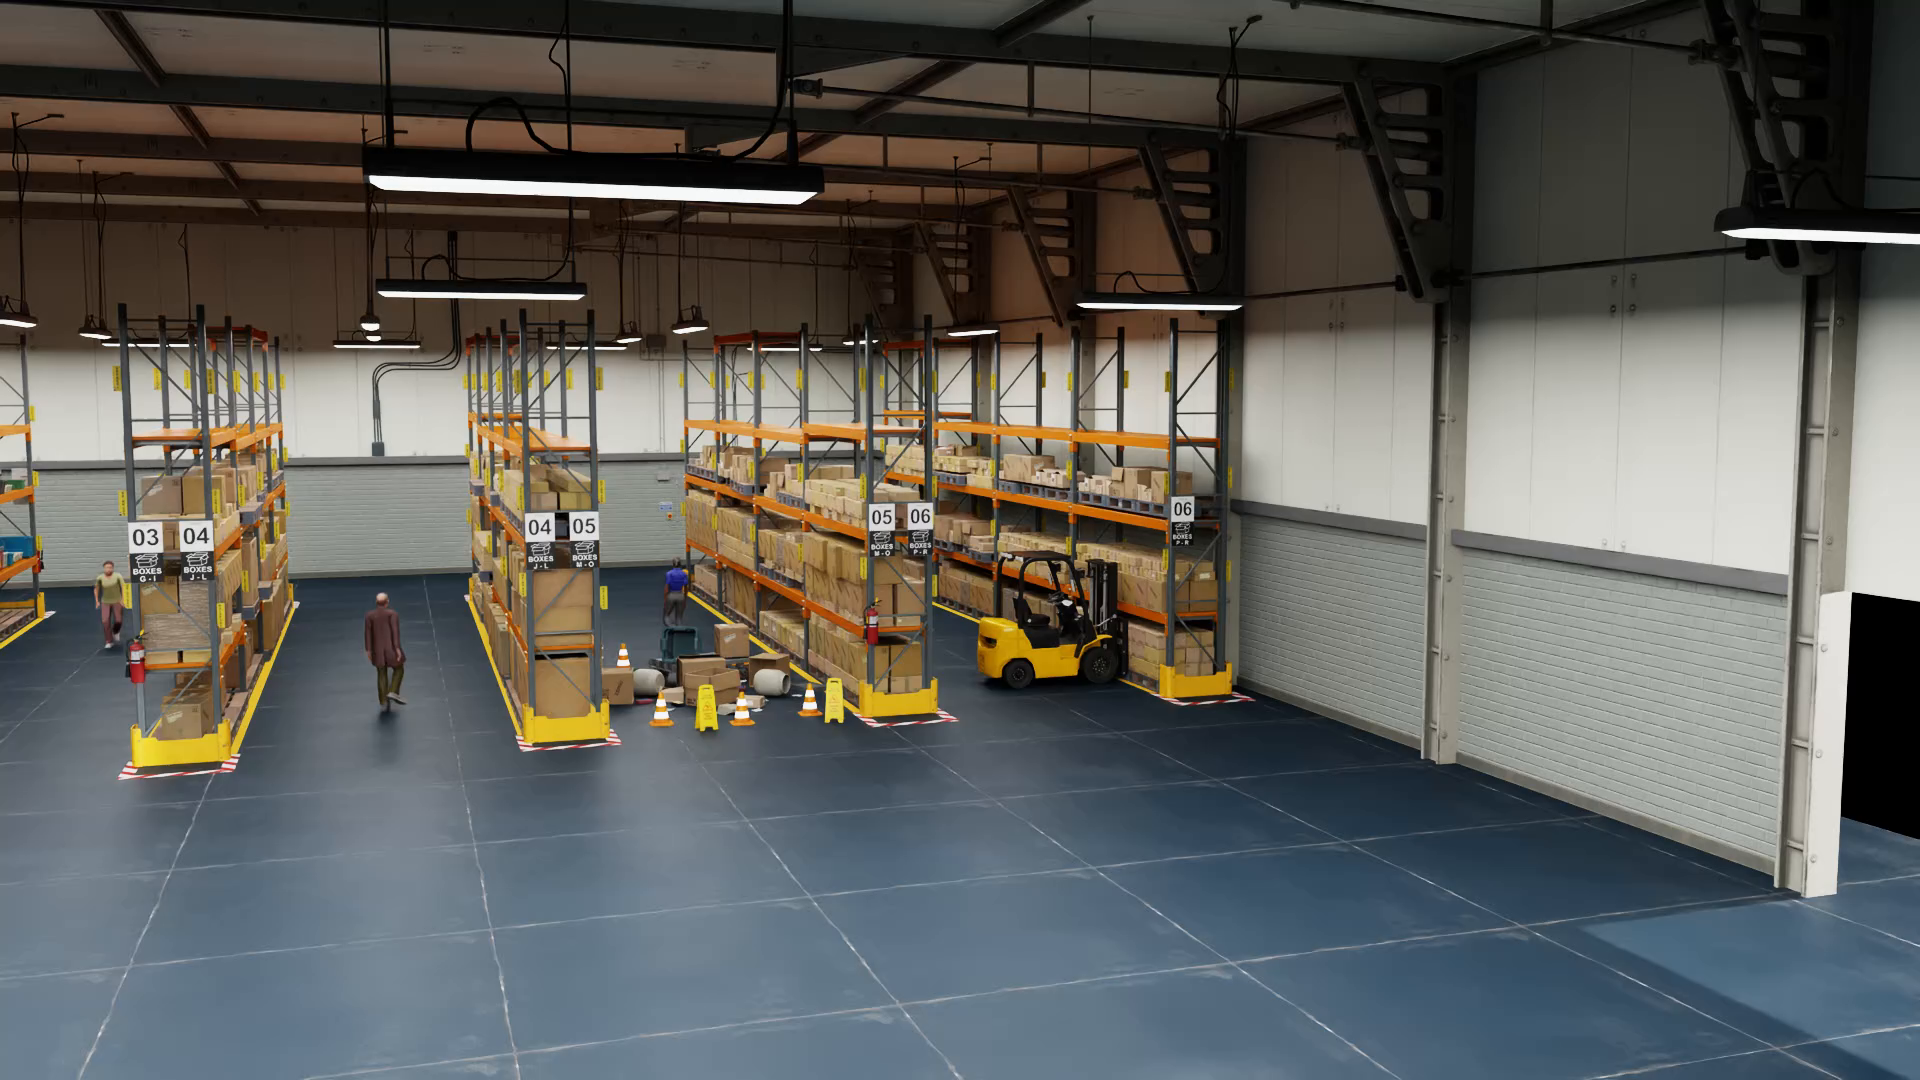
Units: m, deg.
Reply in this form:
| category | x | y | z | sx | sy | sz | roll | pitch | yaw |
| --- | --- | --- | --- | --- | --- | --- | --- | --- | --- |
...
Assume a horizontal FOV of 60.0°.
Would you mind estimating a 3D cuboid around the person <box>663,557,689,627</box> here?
| category | x | y | z | sx | sy | sz | roll | pitch | yaw |
| --- | --- | --- | --- | --- | --- | --- | --- | --- | --- |
| person | -5.444 | 1.208 | 31.806 | 0.515 | 1.551 | 0.419 | -2 | 6 | -22 |

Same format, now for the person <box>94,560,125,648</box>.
| category | x | y | z | sx | sy | sz | roll | pitch | yaw |
| --- | --- | --- | --- | --- | --- | --- | --- | --- | --- |
| person | -16.124 | 1.198 | 31.565 | 0.534 | 1.655 | 0.638 | -3 | 6 | -25 |

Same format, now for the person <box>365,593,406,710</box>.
| category | x | y | z | sx | sy | sz | roll | pitch | yaw |
| --- | --- | --- | --- | --- | --- | --- | --- | --- | --- |
| person | -8.815 | 1.693 | 25.478 | 0.599 | 1.765 | 0.528 | -1 | 5 | -8 |
